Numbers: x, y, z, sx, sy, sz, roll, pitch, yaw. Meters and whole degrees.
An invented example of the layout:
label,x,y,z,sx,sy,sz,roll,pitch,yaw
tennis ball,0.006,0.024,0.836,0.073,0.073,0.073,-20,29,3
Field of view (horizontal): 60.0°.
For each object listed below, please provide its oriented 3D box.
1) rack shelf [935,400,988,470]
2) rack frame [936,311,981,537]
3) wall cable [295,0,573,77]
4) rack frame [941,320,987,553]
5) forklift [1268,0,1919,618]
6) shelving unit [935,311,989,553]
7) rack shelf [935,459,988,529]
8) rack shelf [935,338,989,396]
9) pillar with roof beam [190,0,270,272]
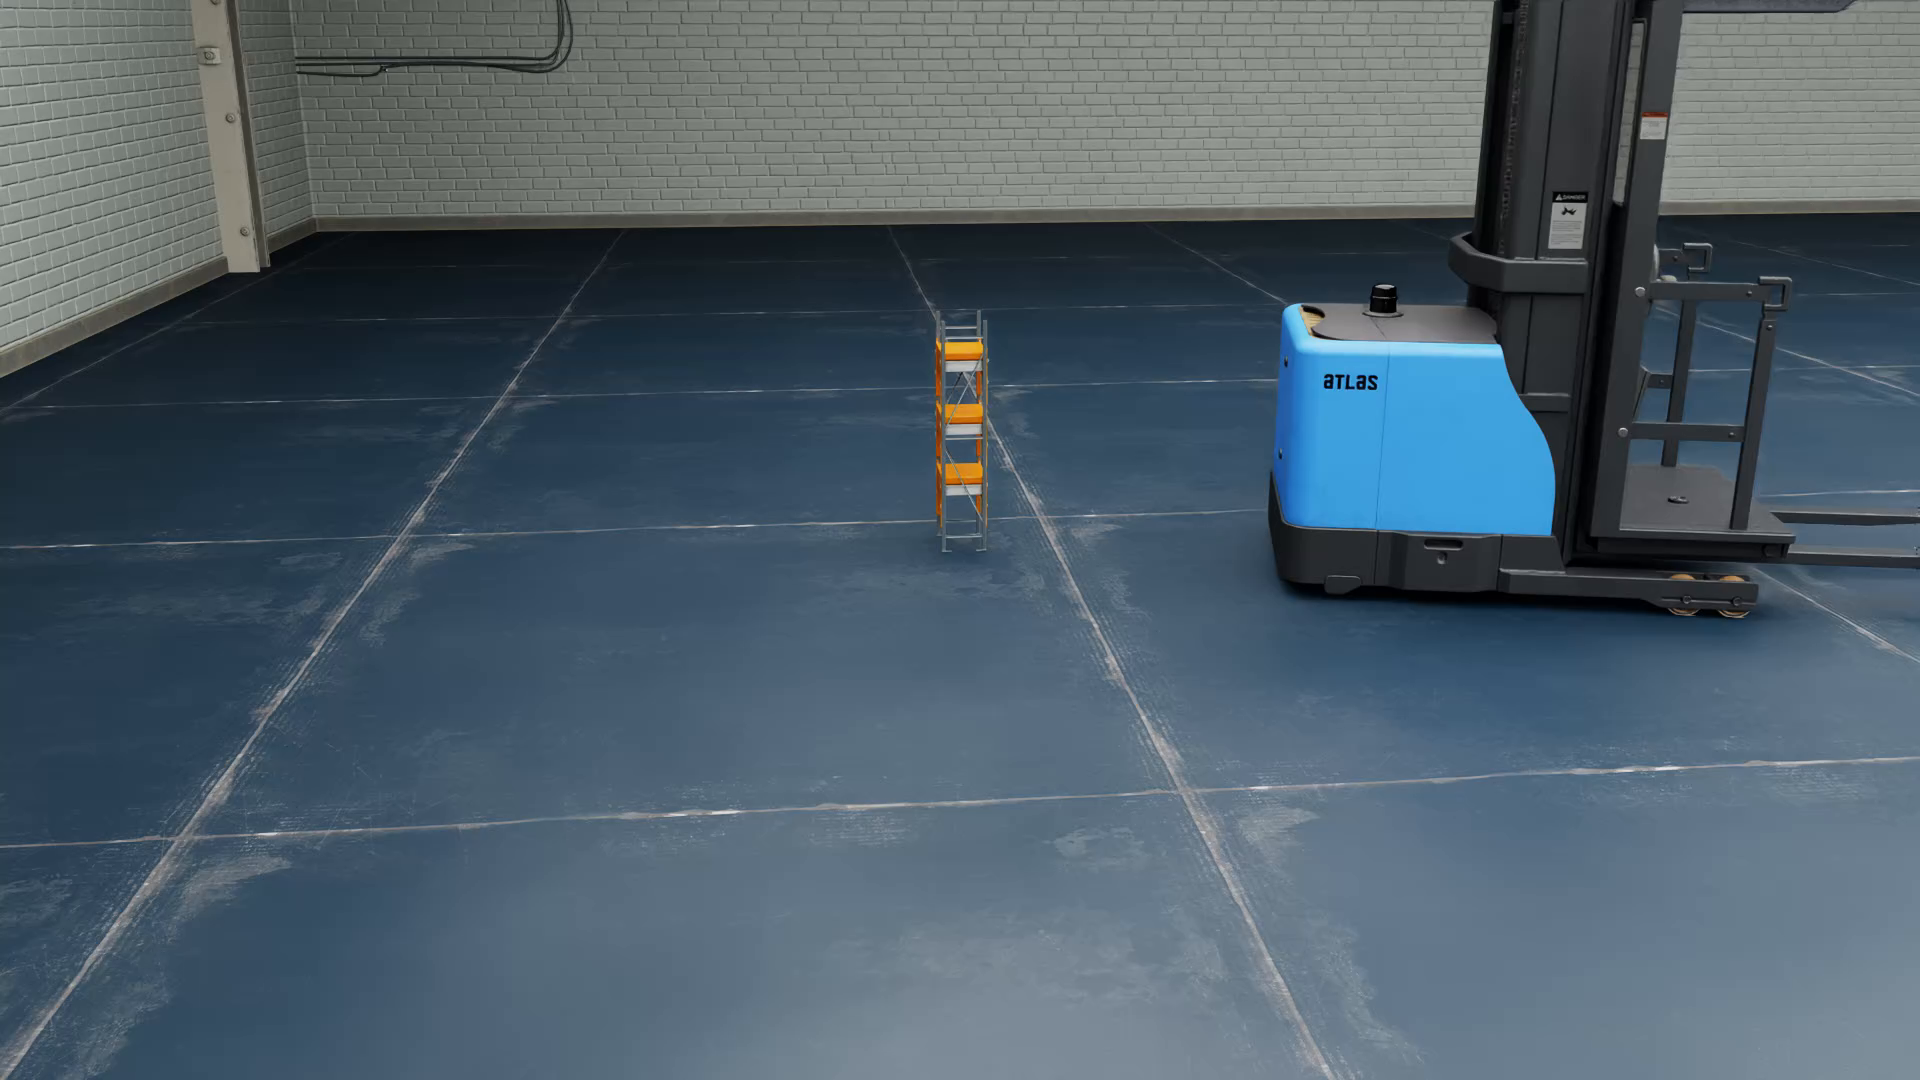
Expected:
label,x,y,z,sx,sy,sz,roll,pitch,yaw
rack shelf,0.006,-0.475,7.472,0.215,0.259,0.240,-2,18,-6
rack frame,-0.007,-0.521,7.585,0.200,1.050,0.008,-2,18,-6
wall cable,-5.817,-6.327,17.991,3.097,2.526,0.112,-2,18,-6
rack frame,0.018,-0.449,7.353,0.200,1.050,0.008,-2,18,-6
forklift,2.890,-1.254,6.777,3.031,2.935,1.130,2,18,7
shelving unit,0.006,-0.485,7.469,0.215,1.050,0.252,-2,18,-6
rack shelf,0.006,-0.210,7.555,0.215,0.259,0.240,-2,18,-6
rack shelf,0.006,-0.746,7.387,0.215,0.259,0.240,-2,18,-6
pillar with roof beam,-2.546,-7.023,15.024,9.100,9.000,0.400,-2,18,-6
